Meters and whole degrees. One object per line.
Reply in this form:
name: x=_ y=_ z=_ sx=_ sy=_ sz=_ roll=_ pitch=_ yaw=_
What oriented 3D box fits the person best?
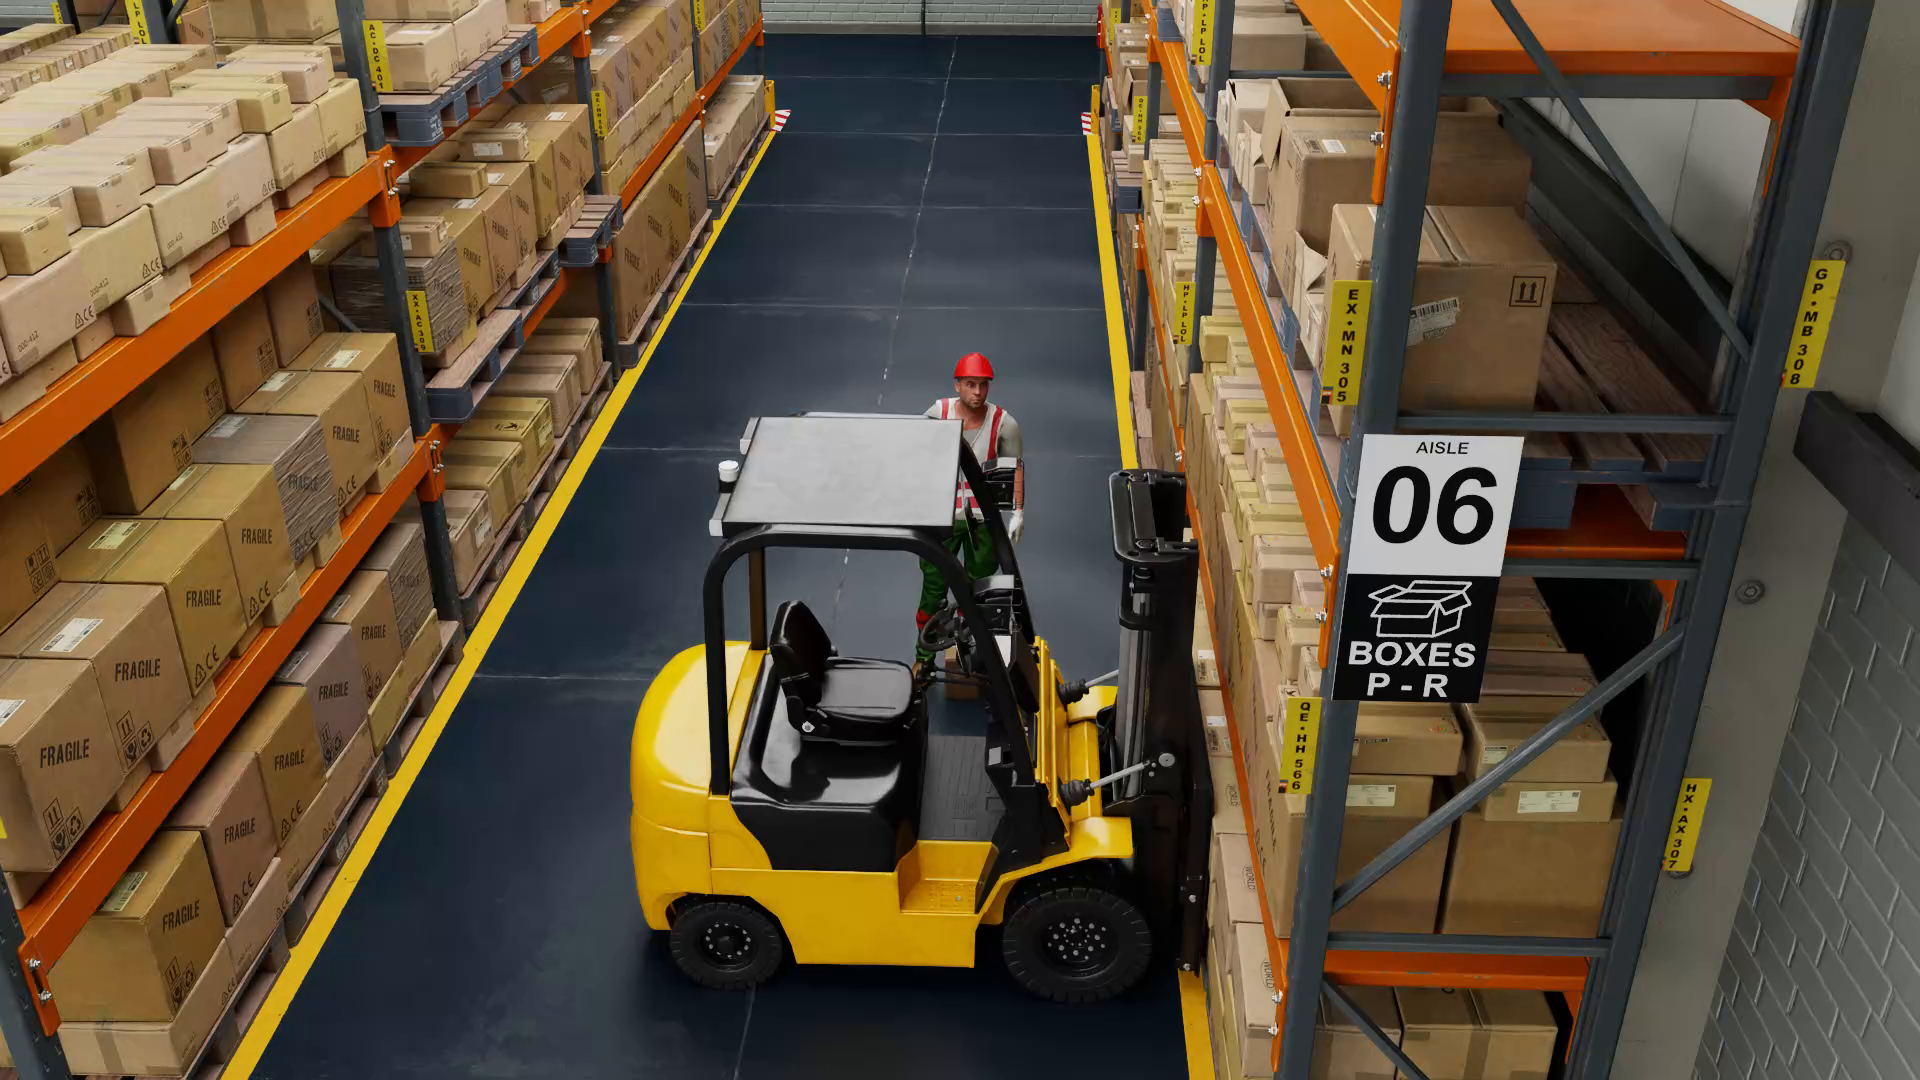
person: x=0.020 y=-0.093 z=8.757 sx=0.638 sy=1.783 sz=0.564 roll=1 pitch=28 yaw=2
